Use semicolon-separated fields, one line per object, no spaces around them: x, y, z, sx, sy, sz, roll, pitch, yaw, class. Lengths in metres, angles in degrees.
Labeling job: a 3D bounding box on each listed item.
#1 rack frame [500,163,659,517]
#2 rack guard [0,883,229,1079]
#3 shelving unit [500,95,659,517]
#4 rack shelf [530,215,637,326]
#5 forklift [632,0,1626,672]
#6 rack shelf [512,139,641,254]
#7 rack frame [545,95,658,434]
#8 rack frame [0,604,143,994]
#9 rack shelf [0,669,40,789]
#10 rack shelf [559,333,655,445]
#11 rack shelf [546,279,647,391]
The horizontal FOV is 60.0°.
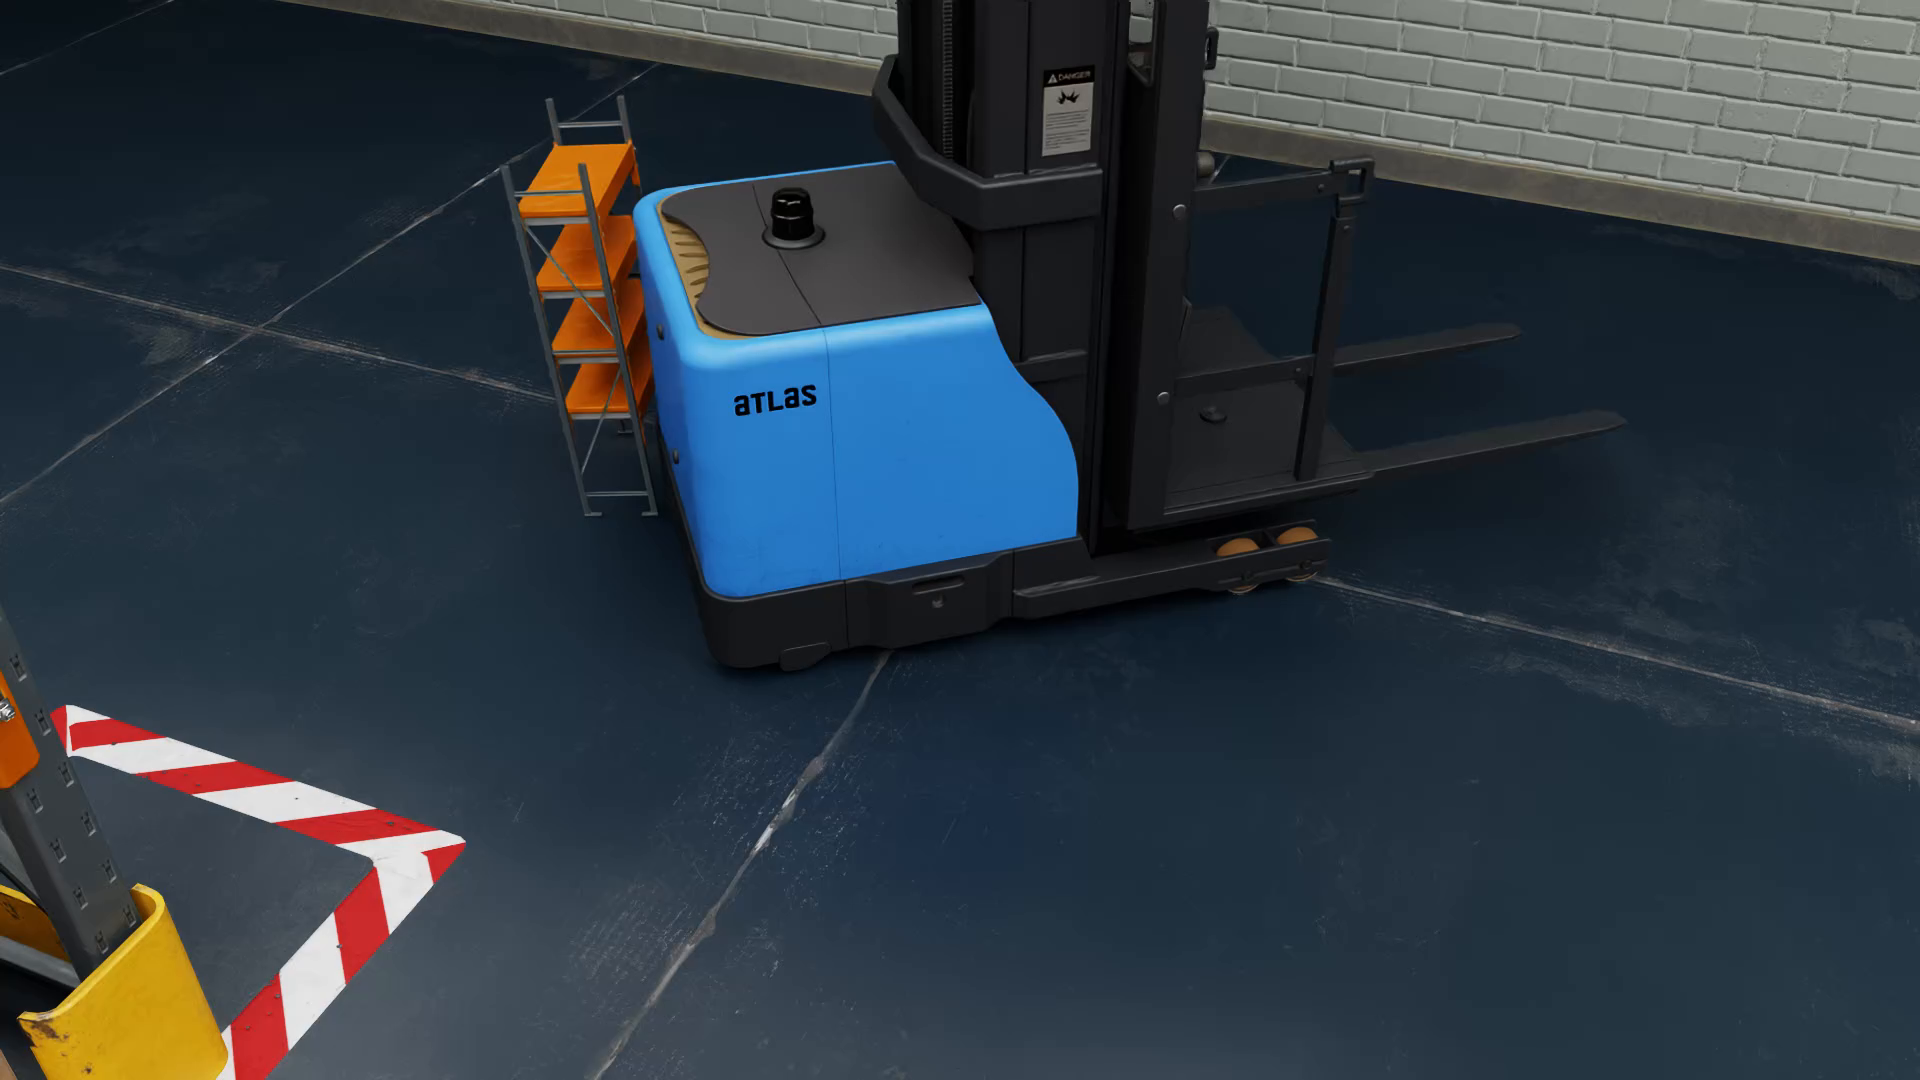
-1.124;-0.562;4.987;0.240;1.200;0.015;-1;37;5;rack frame
-2.215;0.903;3.625;1.175;0.500;0.348;14;39;18;rack guard
-1.110;-0.708;5.182;0.258;1.200;0.503;-1;37;5;shelving unit
-1.119;-0.833;5.089;0.258;0.148;0.480;-1;37;5;rack shelf
0.617;-1.306;4.549;3.031;2.935;1.130;-10;38;-13;forklift
-1.134;-1.023;4.948;0.258;0.148;0.480;-1;37;5;rack shelf
-1.096;-0.854;5.377;0.240;1.200;0.015;-1;37;5;rack frame
-2.186;-0.141;2.933;1.000;3.000;0.127;14;39;18;rack frame
-2.947;1.255;1.666;1.077;0.370;4.000;14;39;18;rack shelf
-1.093;-0.495;5.340;0.258;0.148;0.480;-1;37;5;rack shelf
-1.105;-0.654;5.222;0.258;0.148;0.480;-1;37;5;rack shelf
